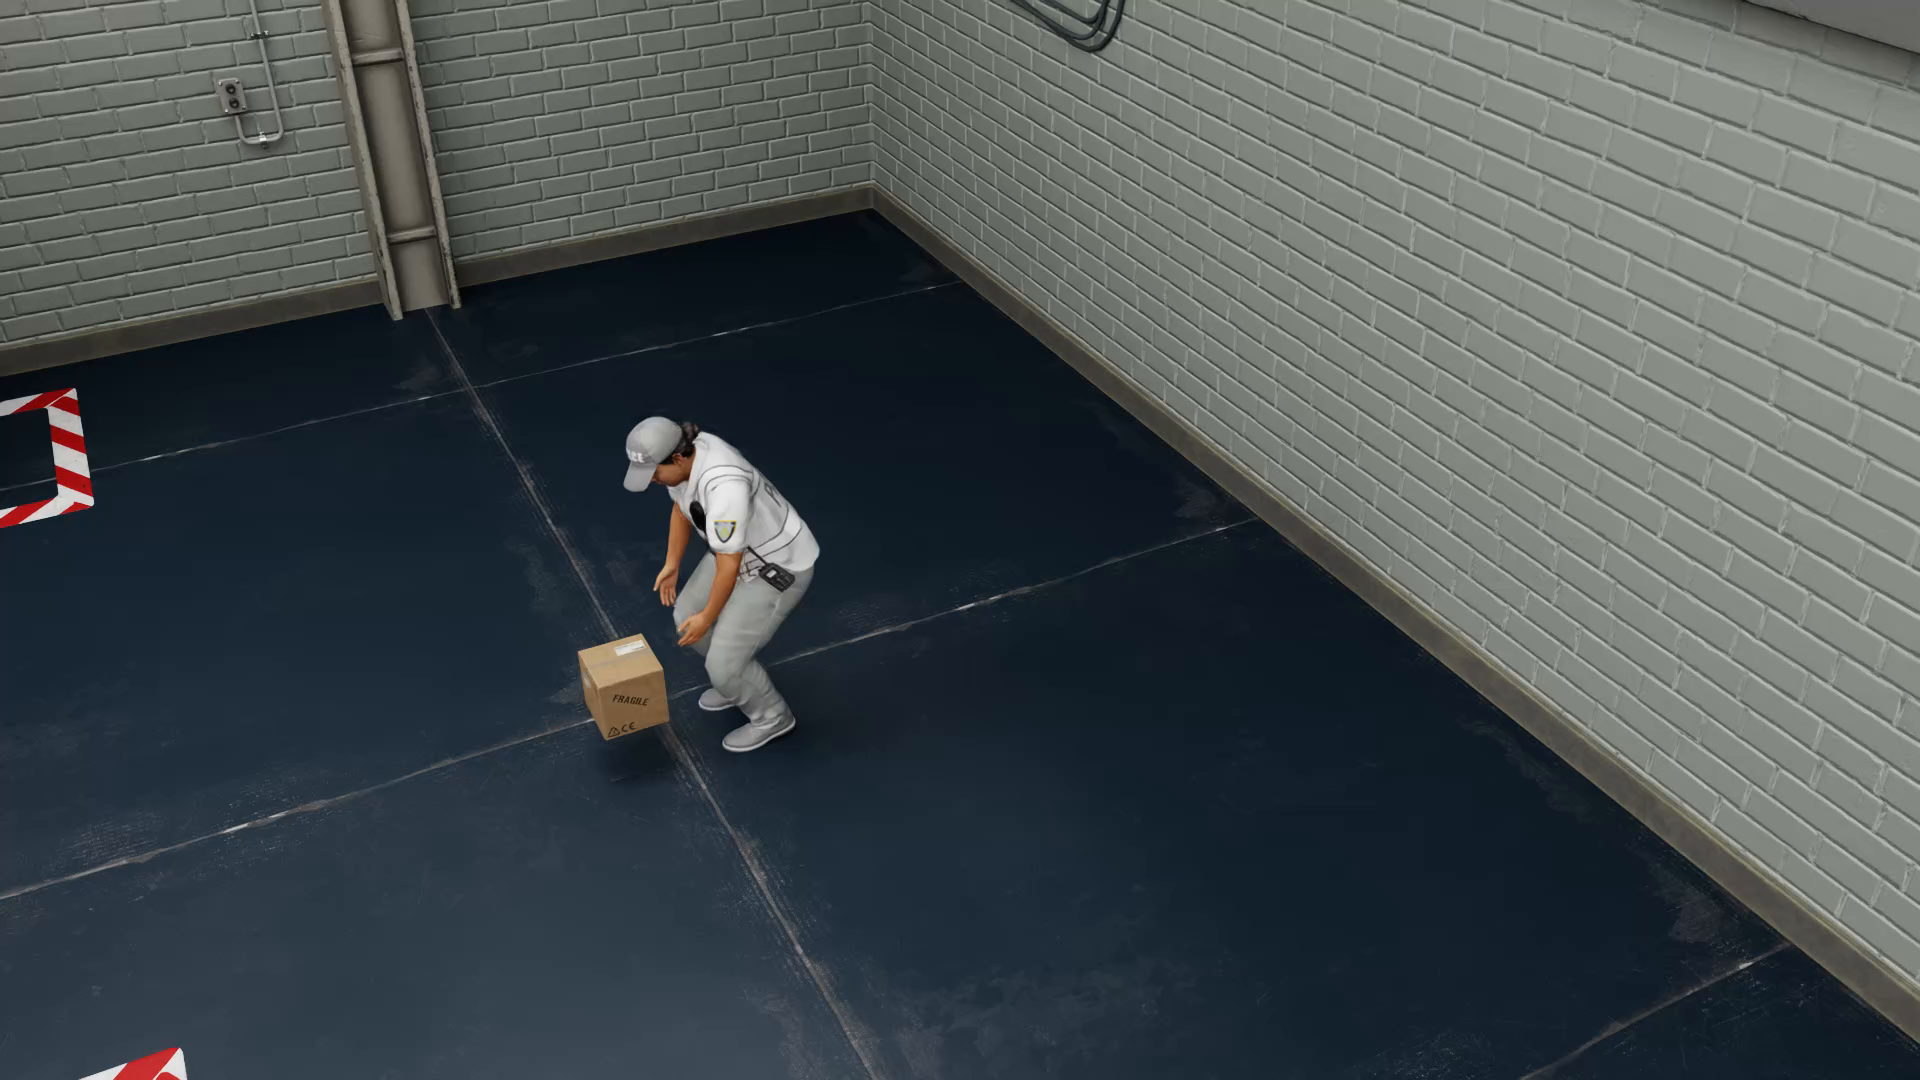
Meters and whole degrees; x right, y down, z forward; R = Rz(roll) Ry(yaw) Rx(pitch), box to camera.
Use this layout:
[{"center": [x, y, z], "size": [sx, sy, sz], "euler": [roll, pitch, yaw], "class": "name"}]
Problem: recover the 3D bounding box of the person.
[{"center": [-0.860, 0.134, 6.156], "size": [0.691, 1.432, 0.533], "euler": [-16, 36, -23], "class": "person"}]
